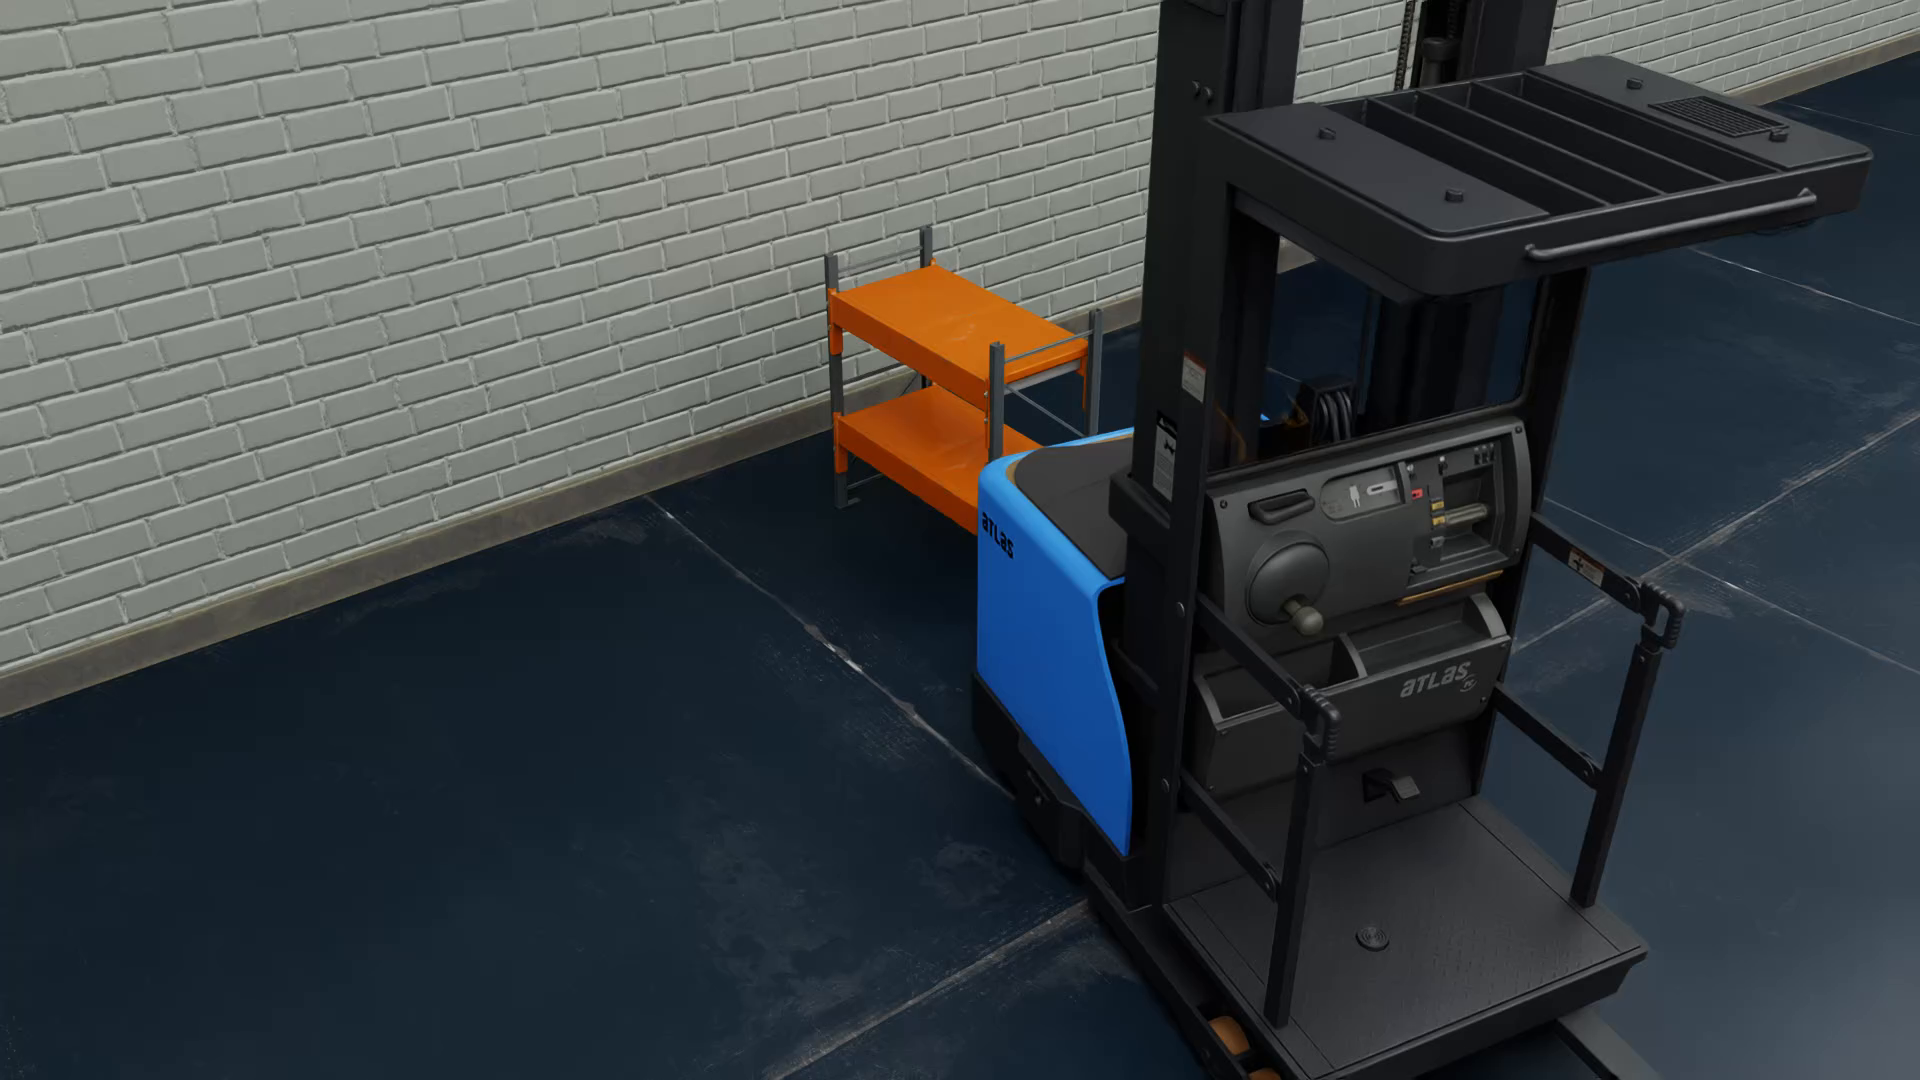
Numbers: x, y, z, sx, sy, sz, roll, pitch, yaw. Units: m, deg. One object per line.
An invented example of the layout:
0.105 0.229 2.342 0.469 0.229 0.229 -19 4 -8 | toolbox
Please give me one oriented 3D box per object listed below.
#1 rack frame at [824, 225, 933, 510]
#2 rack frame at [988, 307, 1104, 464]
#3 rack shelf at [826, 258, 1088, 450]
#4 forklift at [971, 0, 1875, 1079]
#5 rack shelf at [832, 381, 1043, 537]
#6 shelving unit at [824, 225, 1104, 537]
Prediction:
-0.316 -0.693 6.799 0.500 1.125 0.032 -22 38 -31 | rack frame
0.308 -0.269 6.117 0.500 1.125 0.032 -22 38 -31 | rack frame
-0.004 -0.729 6.303 0.538 0.278 1.000 -22 38 -31 | rack shelf
1.120 0.020 3.939 1.130 2.935 3.031 -14 34 -21 | forklift
-0.004 -0.273 6.587 0.538 0.278 1.000 -22 38 -31 | rack shelf
-0.004 -0.481 6.458 0.538 1.125 1.048 -22 38 -31 | shelving unit
